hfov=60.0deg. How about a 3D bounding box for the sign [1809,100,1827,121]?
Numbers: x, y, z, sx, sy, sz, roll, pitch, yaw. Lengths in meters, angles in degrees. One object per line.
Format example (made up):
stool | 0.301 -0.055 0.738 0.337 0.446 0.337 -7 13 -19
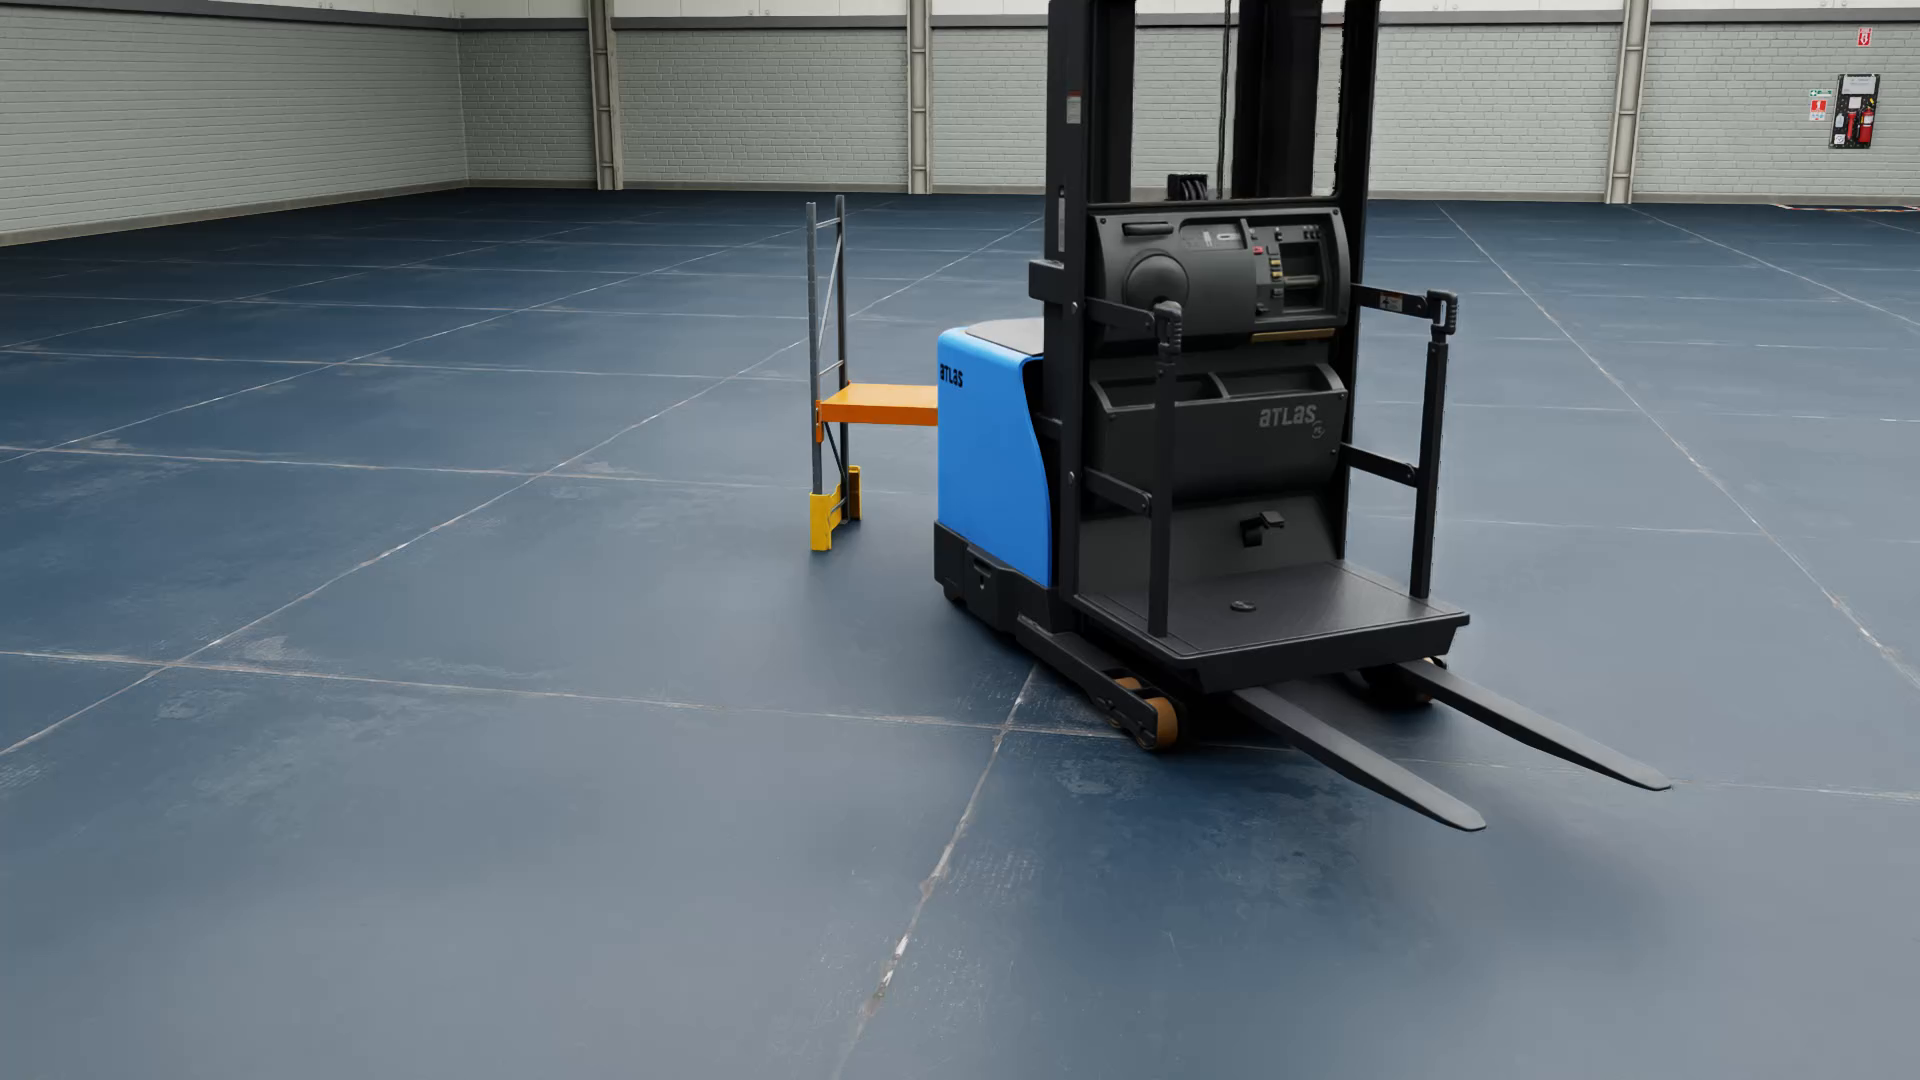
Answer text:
sign | 13.987 -7.008 27.104 0.234 0.329 0.001 3 16 11

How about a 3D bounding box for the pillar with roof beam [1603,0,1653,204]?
pillar with roof beam | 10.185 -8.877 22.680 0.400 9.000 9.100 3 16 11

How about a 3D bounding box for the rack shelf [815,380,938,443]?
rack shelf | -0.084 -0.554 7.356 1.000 0.185 0.538 3 16 11

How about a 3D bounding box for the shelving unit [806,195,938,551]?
shelving unit | -0.075 -0.727 7.306 1.083 1.500 0.587 3 16 11

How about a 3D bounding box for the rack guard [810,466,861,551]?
rack guard | -0.563 -0.151 7.569 0.087 0.250 0.587 3 16 11

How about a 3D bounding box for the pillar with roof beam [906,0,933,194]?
pillar with roof beam | -1.575 -9.515 24.985 0.400 9.000 9.100 3 16 11

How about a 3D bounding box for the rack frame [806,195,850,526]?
rack frame | -0.582 -0.754 7.406 0.032 1.500 0.500 3 16 11

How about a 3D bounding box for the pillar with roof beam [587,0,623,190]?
pillar with roof beam | -7.454 -9.834 26.137 0.400 9.000 9.100 3 16 11

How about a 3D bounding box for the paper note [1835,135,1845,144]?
paper note | 14.349 -6.537 27.122 0.142 0.148 0.016 3 16 11

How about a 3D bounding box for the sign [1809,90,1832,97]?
sign | 13.990 -7.260 27.024 0.331 0.109 0.001 3 16 11

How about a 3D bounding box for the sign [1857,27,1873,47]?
sign | 14.520 -8.078 26.691 0.199 0.298 0.001 3 16 11

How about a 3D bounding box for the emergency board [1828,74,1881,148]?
emergency board | 14.508 -6.934 26.905 0.643 1.169 0.194 3 16 11

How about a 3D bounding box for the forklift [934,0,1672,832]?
forklift | 0.950 -0.891 5.217 1.130 2.935 3.031 -7 17 -23
